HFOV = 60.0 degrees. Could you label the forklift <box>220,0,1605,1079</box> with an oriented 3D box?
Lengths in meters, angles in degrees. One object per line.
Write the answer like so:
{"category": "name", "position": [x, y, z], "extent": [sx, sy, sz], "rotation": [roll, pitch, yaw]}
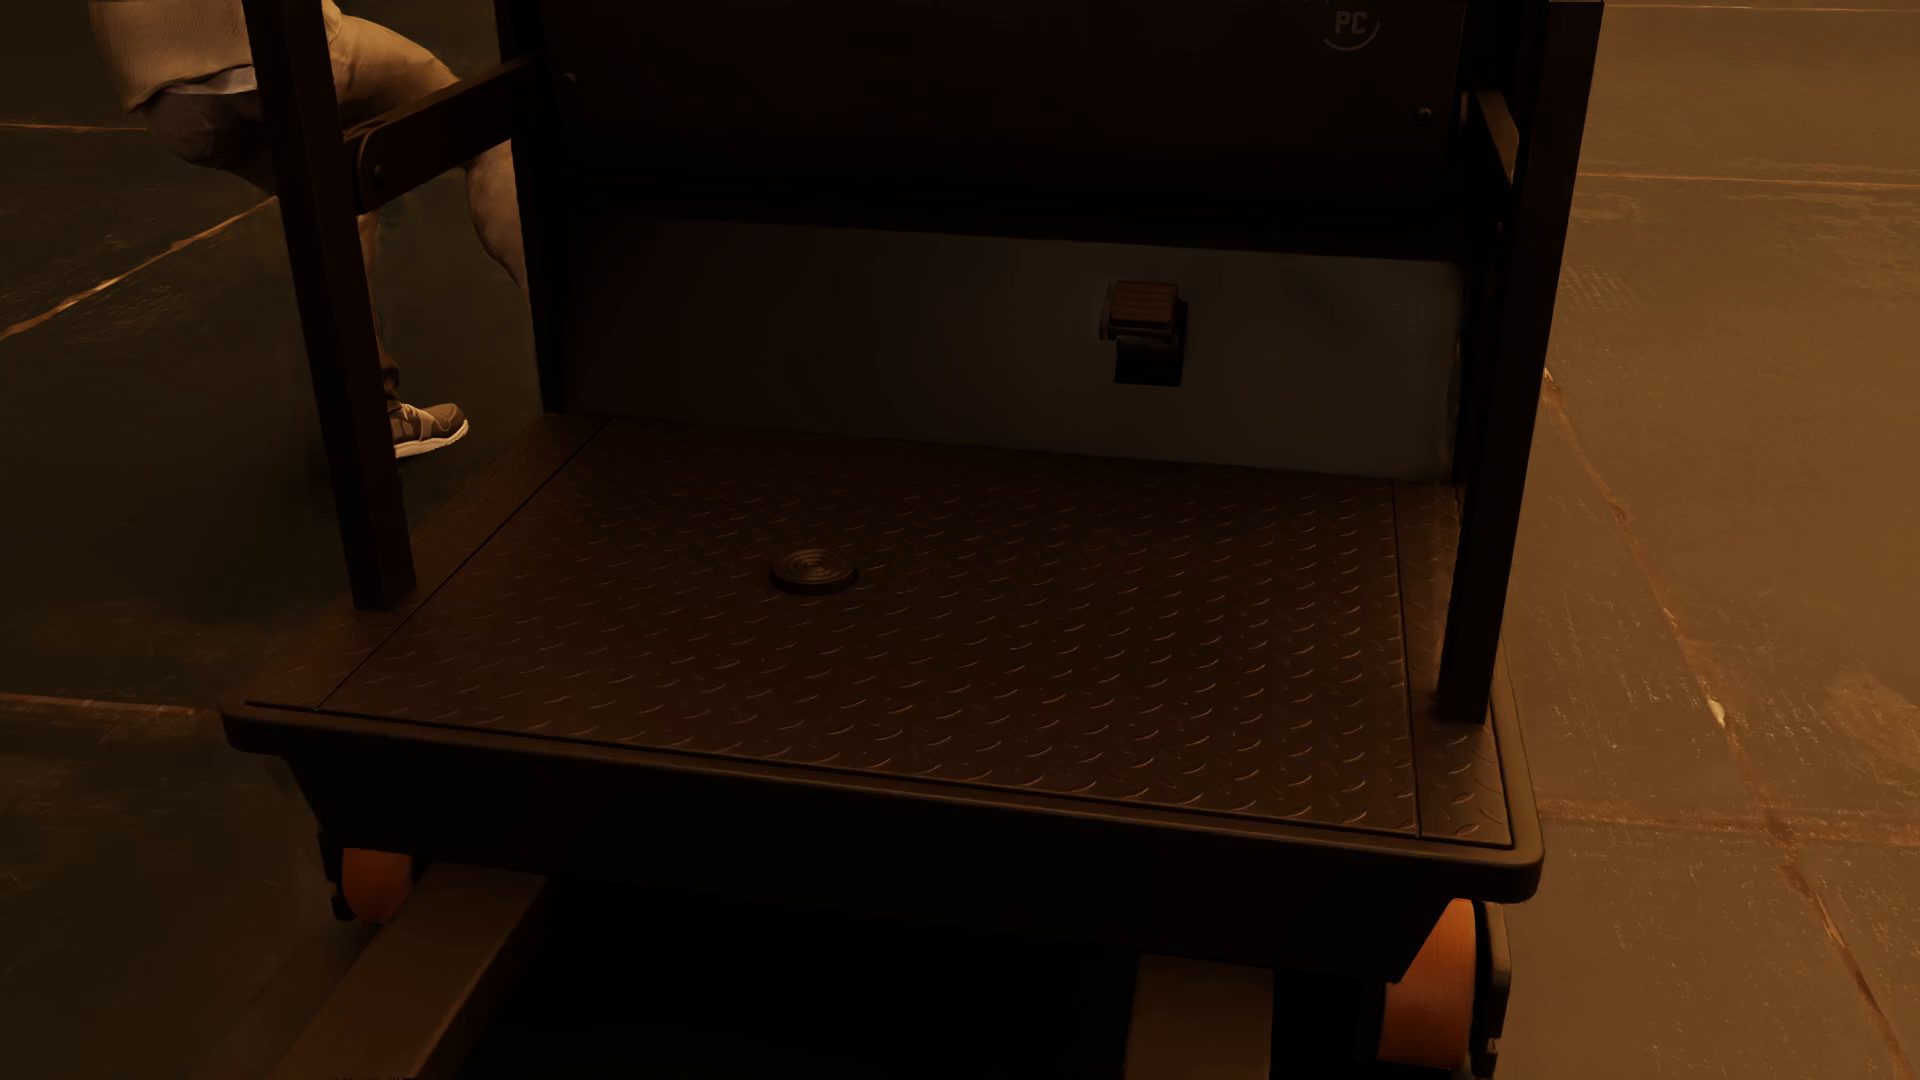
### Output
{"category": "forklift", "position": [-0.010, -1.007, 1.235], "extent": [1.130, 2.935, 3.031], "rotation": [5, 27, 10]}

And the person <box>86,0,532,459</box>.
{"category": "person", "position": [-0.942, -0.832, 2.685], "extent": [1.127, 1.355, 0.833], "rotation": [1, 27, 2]}
